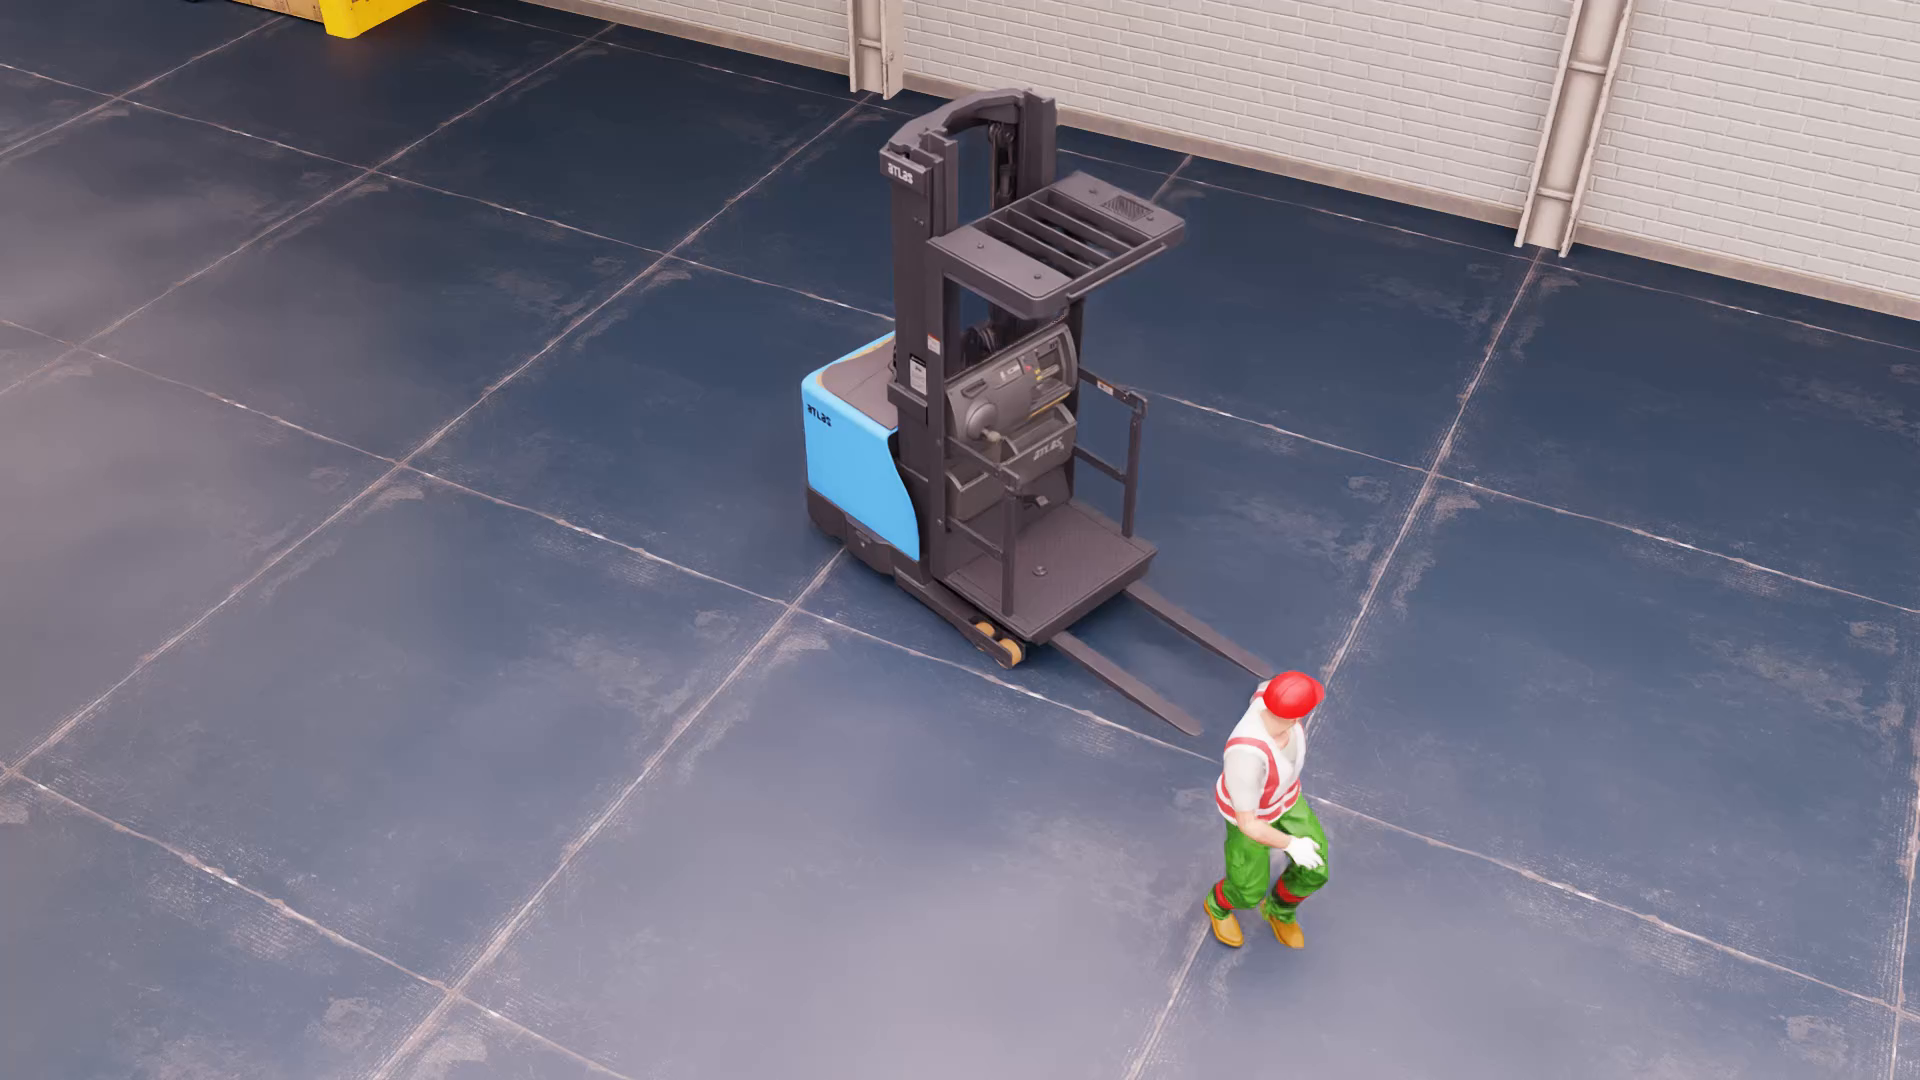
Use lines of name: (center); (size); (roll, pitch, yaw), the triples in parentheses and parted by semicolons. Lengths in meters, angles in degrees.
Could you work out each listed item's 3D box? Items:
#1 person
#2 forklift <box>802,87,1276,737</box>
person: (1.369, 1.218, 7.518); (0.673, 1.756, 0.787); (-27, 47, -28)
forklift: (0.436, -0.776, 8.907); (1.130, 2.935, 3.031); (-32, 49, -32)
